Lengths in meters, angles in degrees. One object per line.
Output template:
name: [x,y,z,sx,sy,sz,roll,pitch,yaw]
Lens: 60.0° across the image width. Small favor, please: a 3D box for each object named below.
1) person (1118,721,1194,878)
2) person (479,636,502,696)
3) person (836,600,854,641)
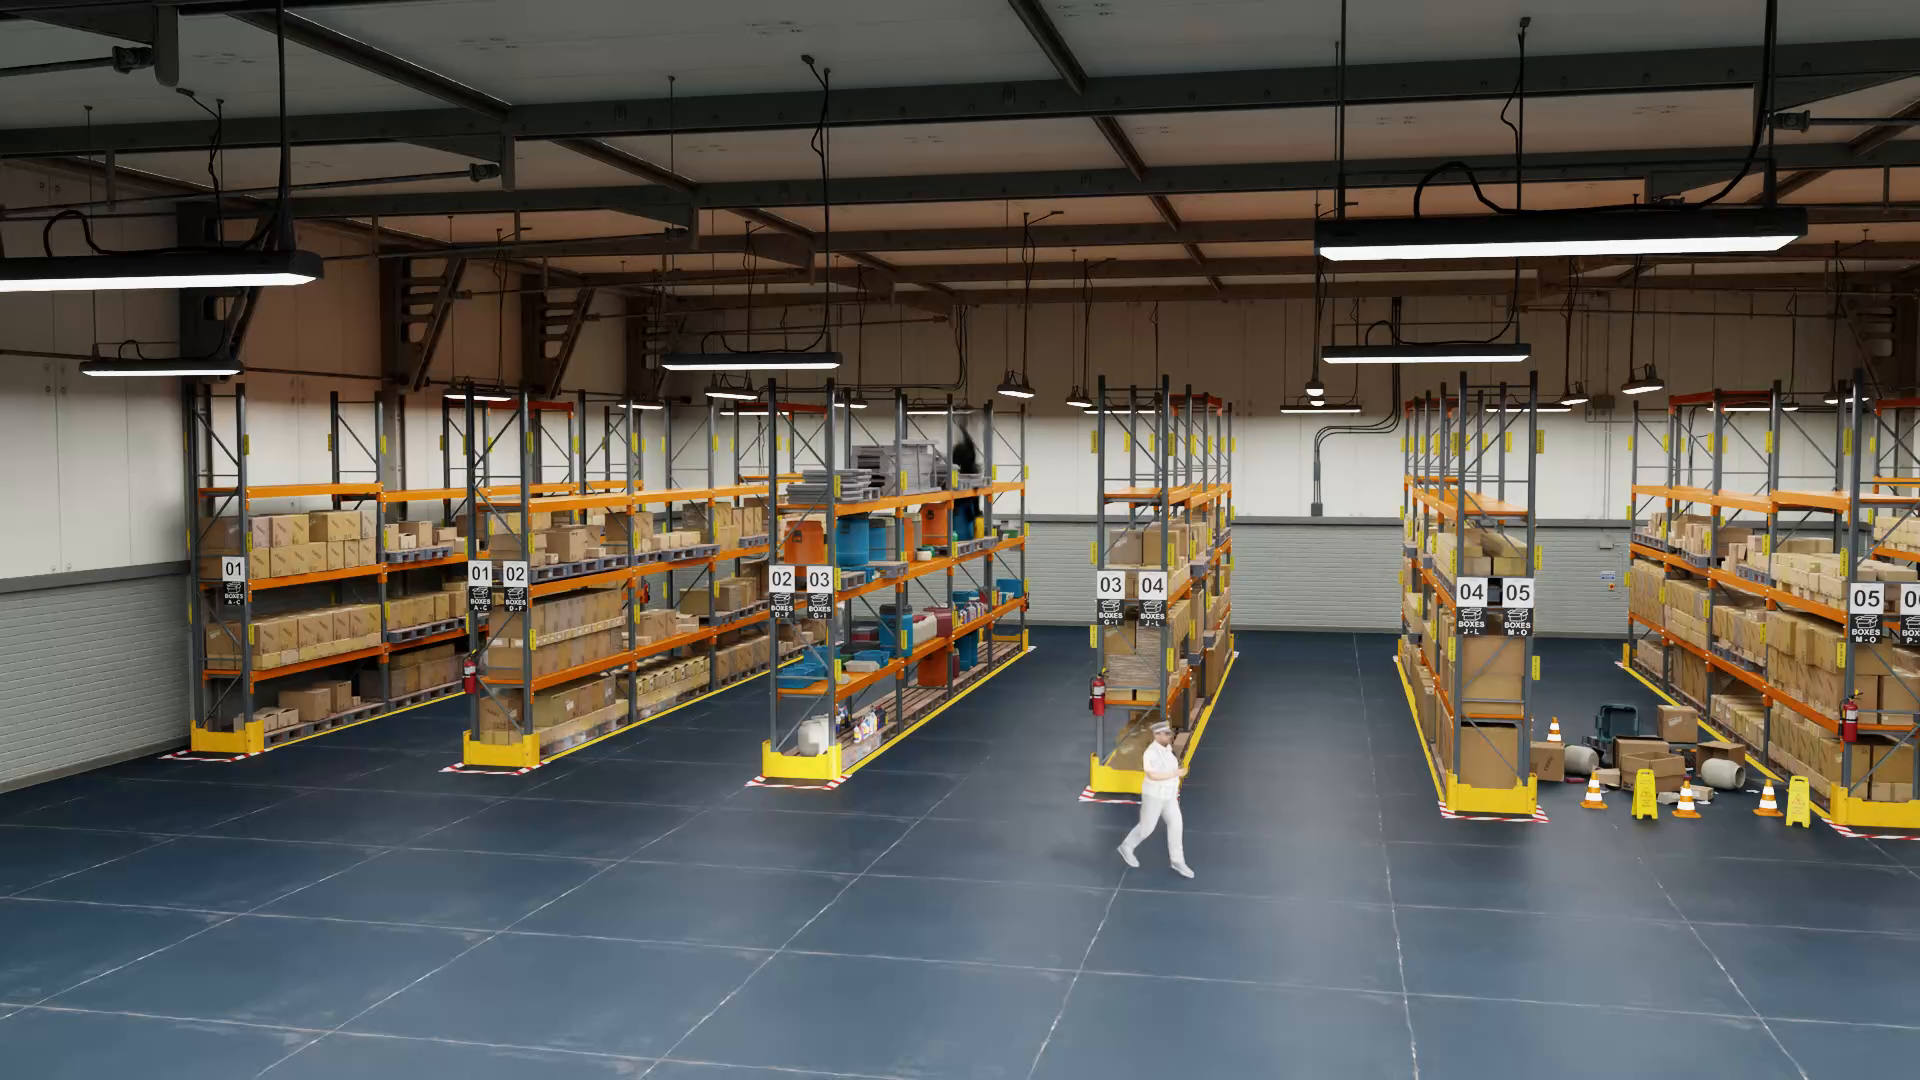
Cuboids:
person: [2.297,2.986,19.392,0.959,1.790,0.650,3,4,38]
person: [-8.096,2.493,28.891,0.543,1.697,0.909,0,3,5]
person: [-3.003,1.744,42.462,0.578,1.657,0.634,2,4,36]
